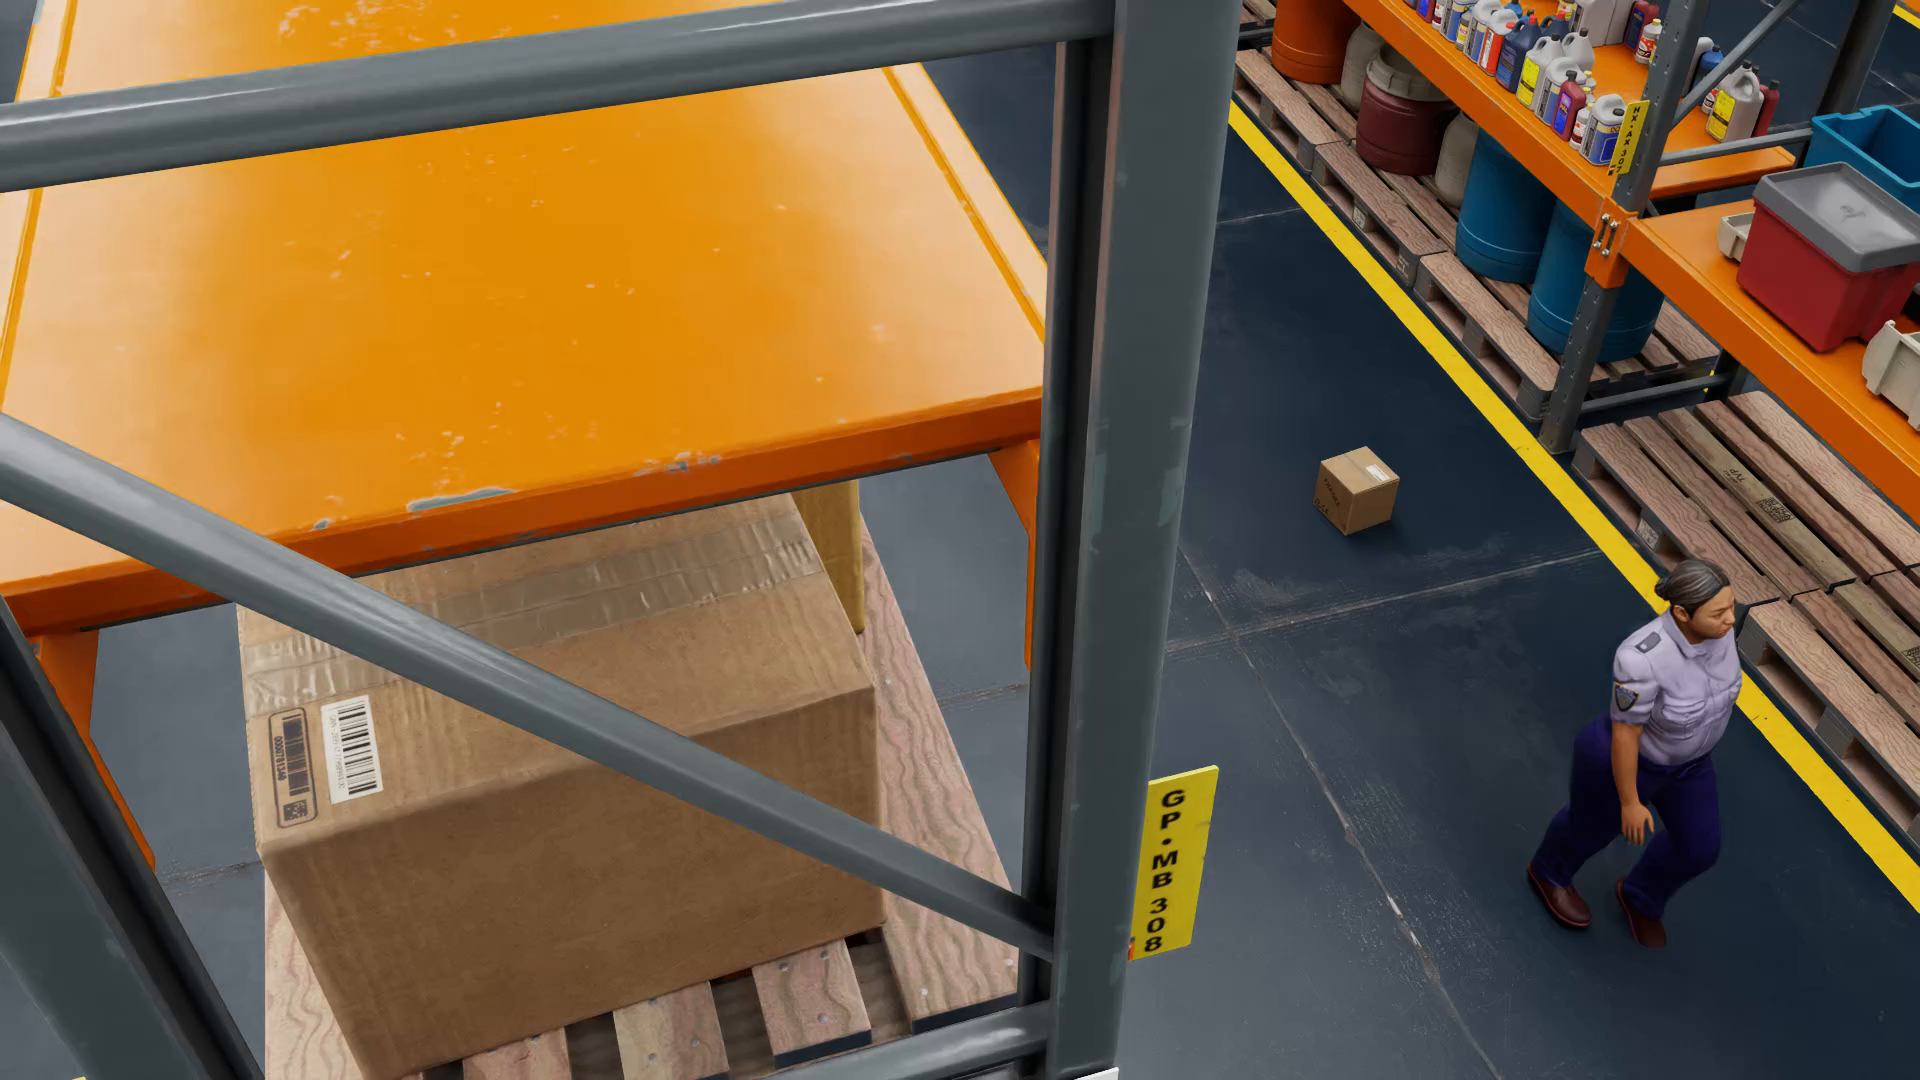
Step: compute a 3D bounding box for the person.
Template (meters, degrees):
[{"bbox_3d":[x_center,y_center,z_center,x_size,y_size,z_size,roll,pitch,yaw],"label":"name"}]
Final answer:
[{"bbox_3d":[2.232,0.752,5.392,0.479,1.712,0.493,-18,46,-19],"label":"person"}]
